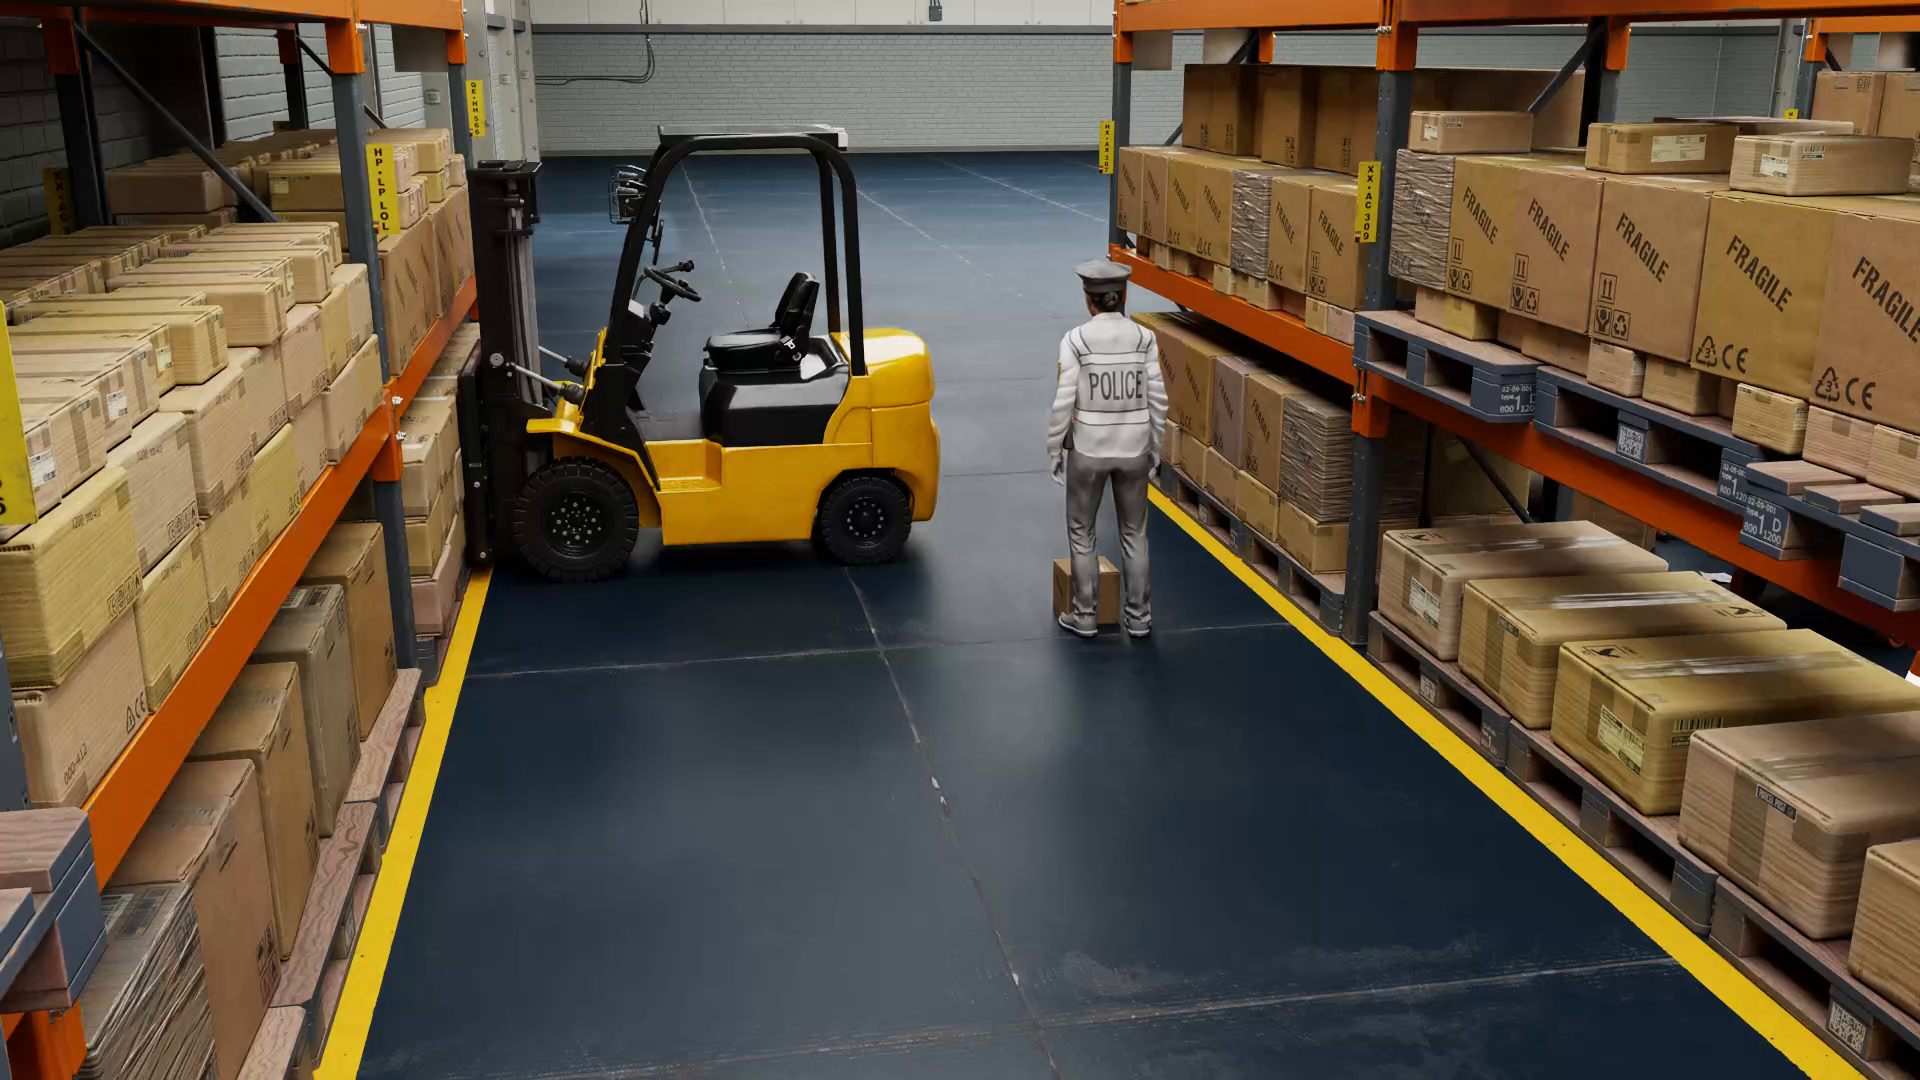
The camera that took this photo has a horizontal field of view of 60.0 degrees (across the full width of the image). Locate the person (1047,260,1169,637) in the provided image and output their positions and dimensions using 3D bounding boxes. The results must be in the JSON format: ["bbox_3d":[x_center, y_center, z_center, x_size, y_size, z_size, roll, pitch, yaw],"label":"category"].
[{"bbox_3d":[0.640,-0.378,7.310,0.530,1.662,0.404,-3,17,-10],"label":"person"}]
